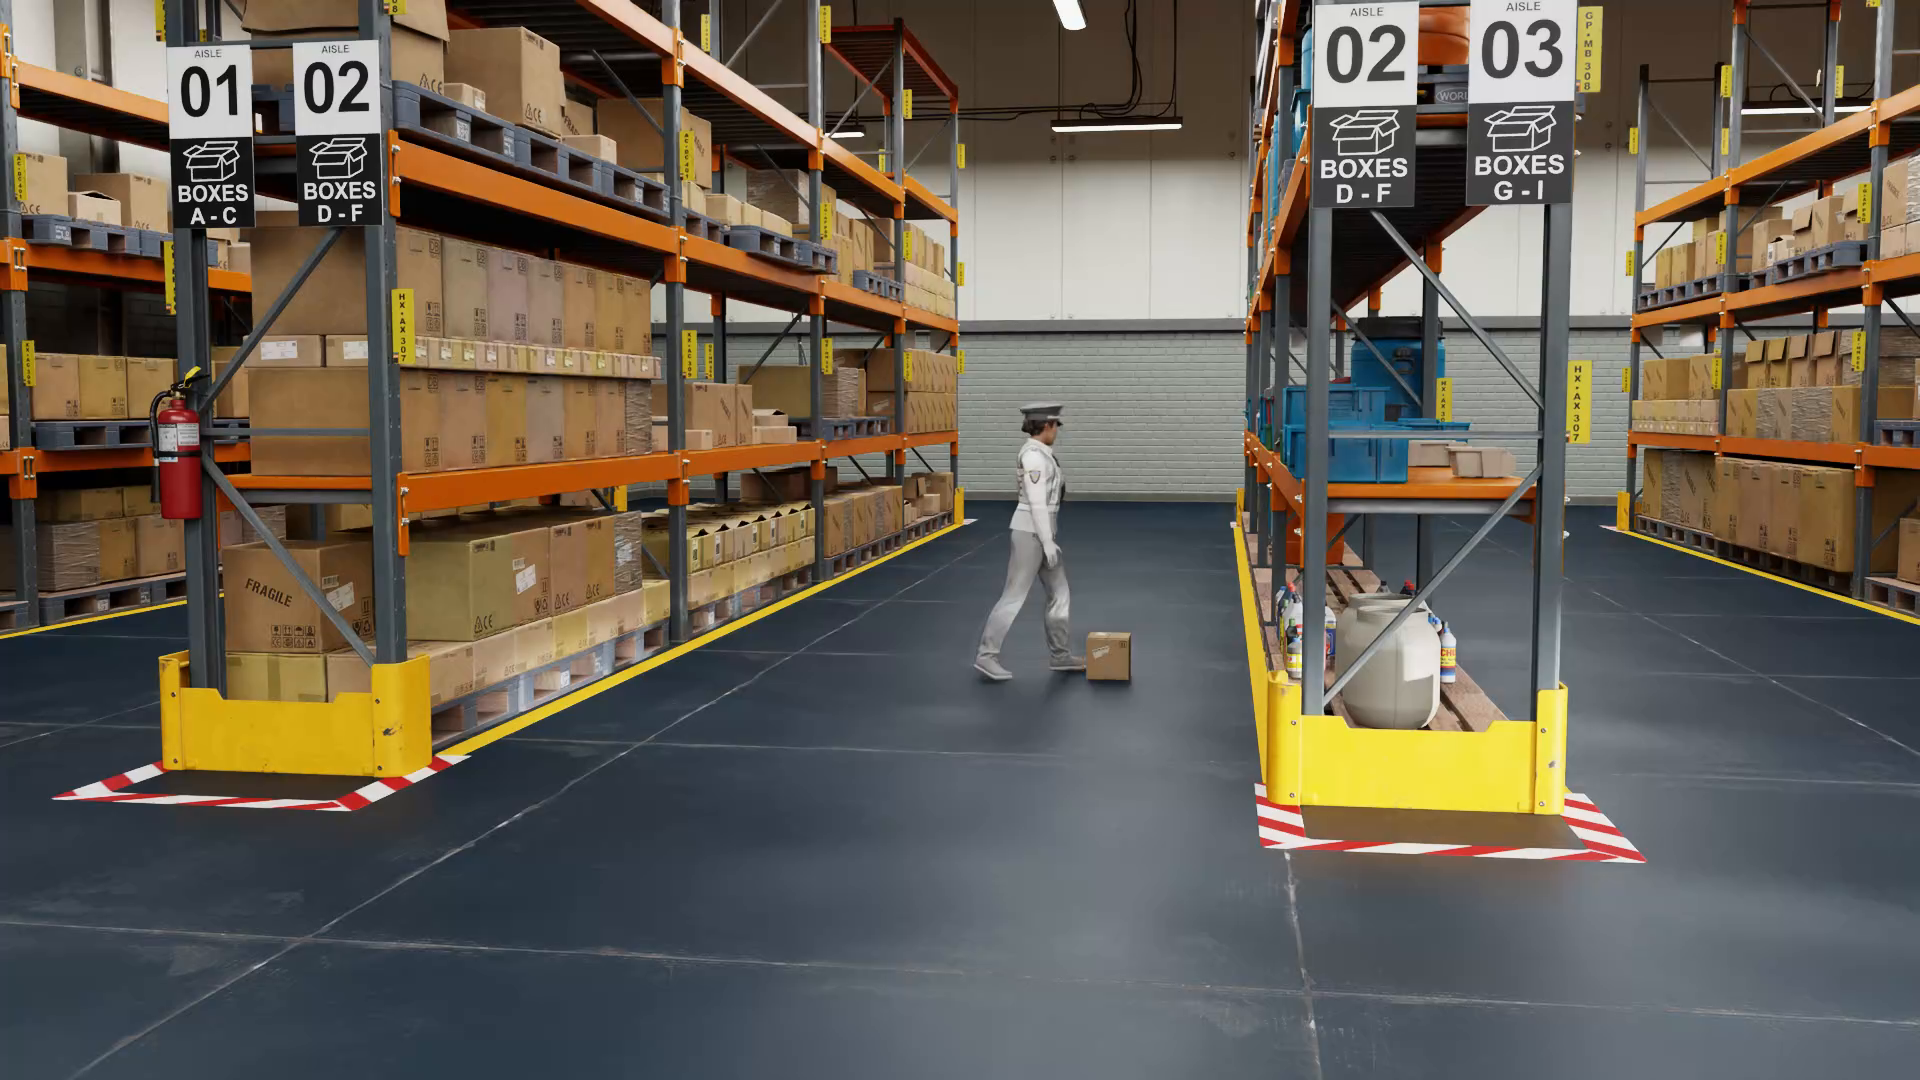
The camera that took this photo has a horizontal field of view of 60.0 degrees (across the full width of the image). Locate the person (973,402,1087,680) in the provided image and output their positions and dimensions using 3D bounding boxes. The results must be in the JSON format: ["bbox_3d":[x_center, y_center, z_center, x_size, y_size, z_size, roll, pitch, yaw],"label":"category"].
[{"bbox_3d":[0.452,-0.004,10.002,0.718,1.644,0.580,1,5,7],"label":"person"}]
